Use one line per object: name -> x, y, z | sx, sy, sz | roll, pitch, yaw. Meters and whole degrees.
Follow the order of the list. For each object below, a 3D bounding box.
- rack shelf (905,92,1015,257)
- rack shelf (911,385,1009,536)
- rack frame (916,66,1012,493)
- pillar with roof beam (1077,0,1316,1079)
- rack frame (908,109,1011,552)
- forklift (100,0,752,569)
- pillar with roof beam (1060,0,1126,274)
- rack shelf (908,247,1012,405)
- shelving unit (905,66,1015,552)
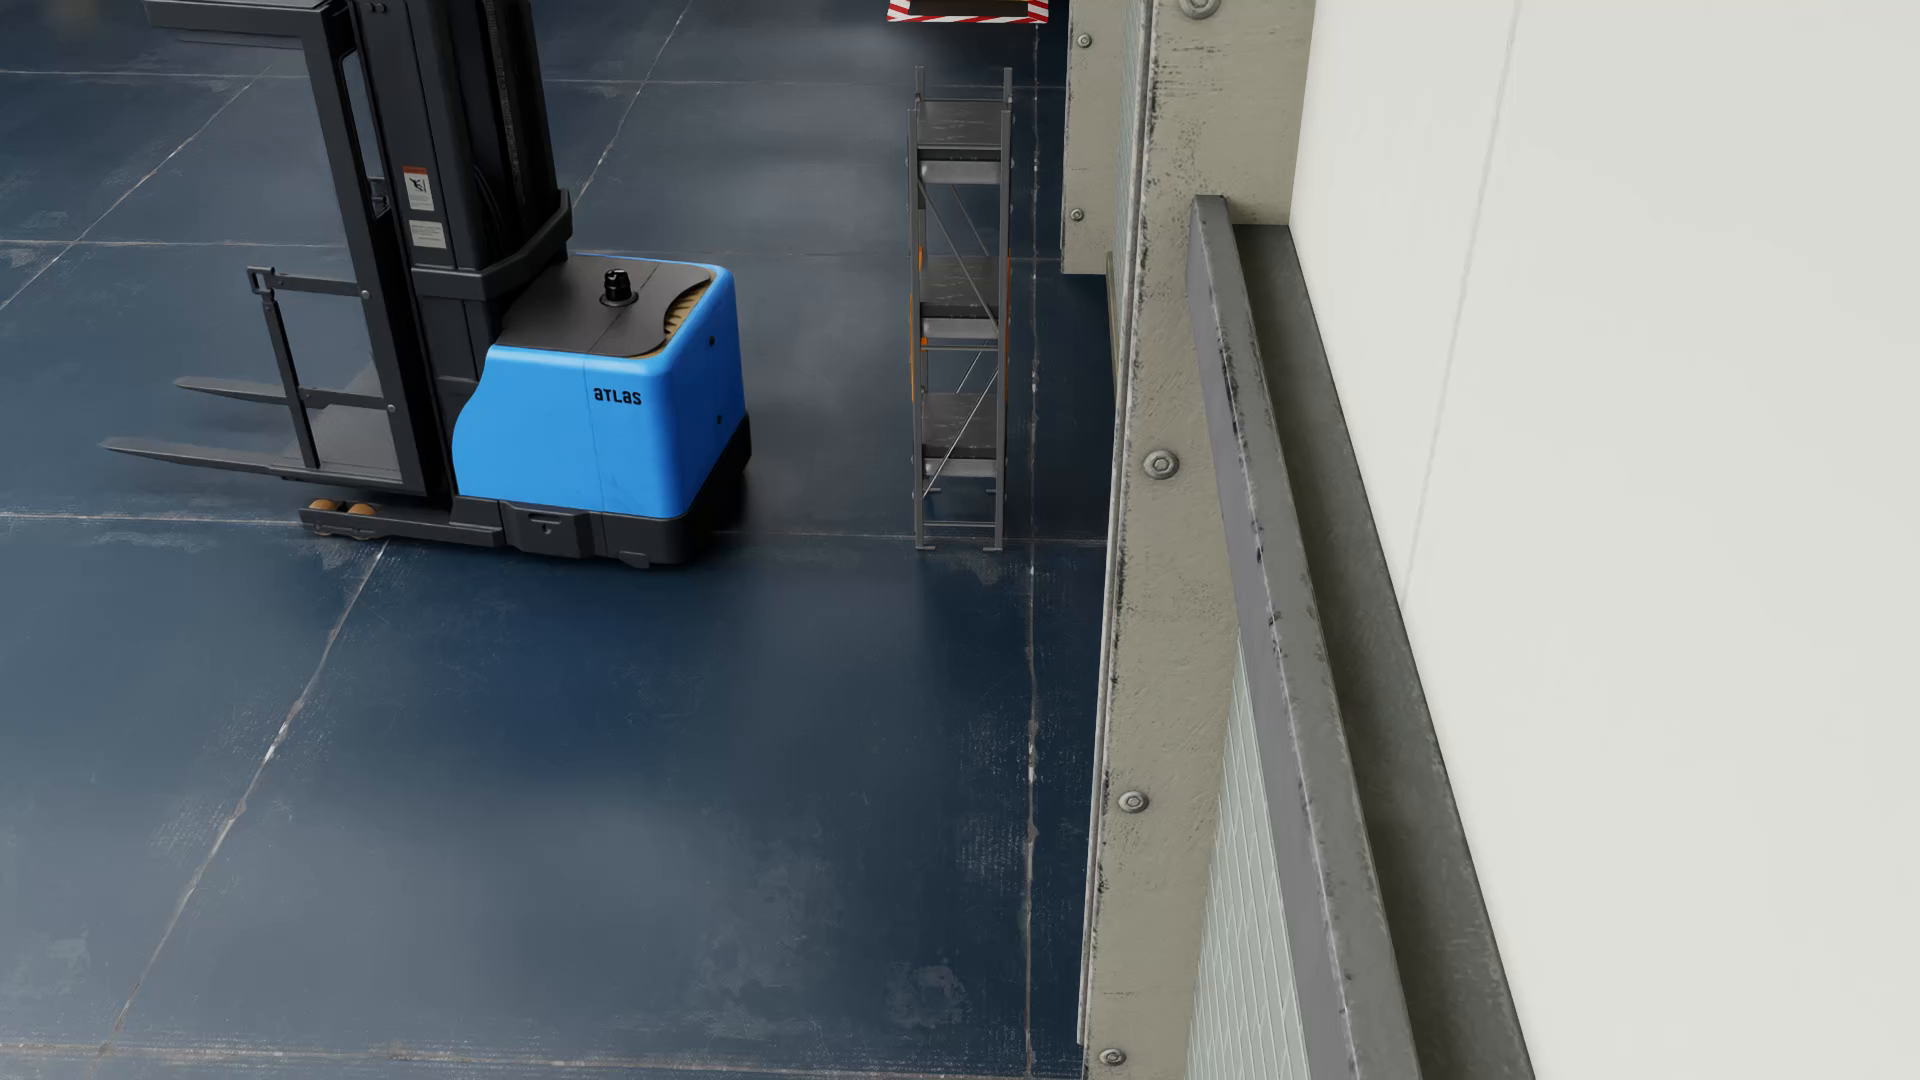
rack shelf -> 0.007, -1.516, 6.887 | 0.431, 0.518, 0.480 | 1, 35, 2
rack shelf -> 0.007, -0.370, 7.692 | 0.431, 0.518, 0.480 | 1, 35, 2
rack frame -> 0.016, -1.094, 7.481 | 0.400, 2.100, 0.015 | 1, 35, 2
pillar with roof beam -> -3.771, -2.054, 2.847 | 9.100, 9.000, 0.400 | 1, 35, 2
rack frame -> -0.003, -0.814, 7.082 | 0.400, 2.100, 0.015 | 1, 35, 2
forklift -> -2.599, -1.488, 7.318 | 3.031, 2.935, 1.130 | 7, 36, 9
pillar with roof beam -> -3.530, -5.502, 7.752 | 9.100, 9.000, 0.400 | 1, 35, 2
rack shelf -> 0.007, -0.943, 7.289 | 0.431, 0.518, 0.480 | 1, 35, 2
shelving unit -> 0.007, -0.954, 7.282 | 0.431, 2.100, 0.503 | 1, 35, 2
